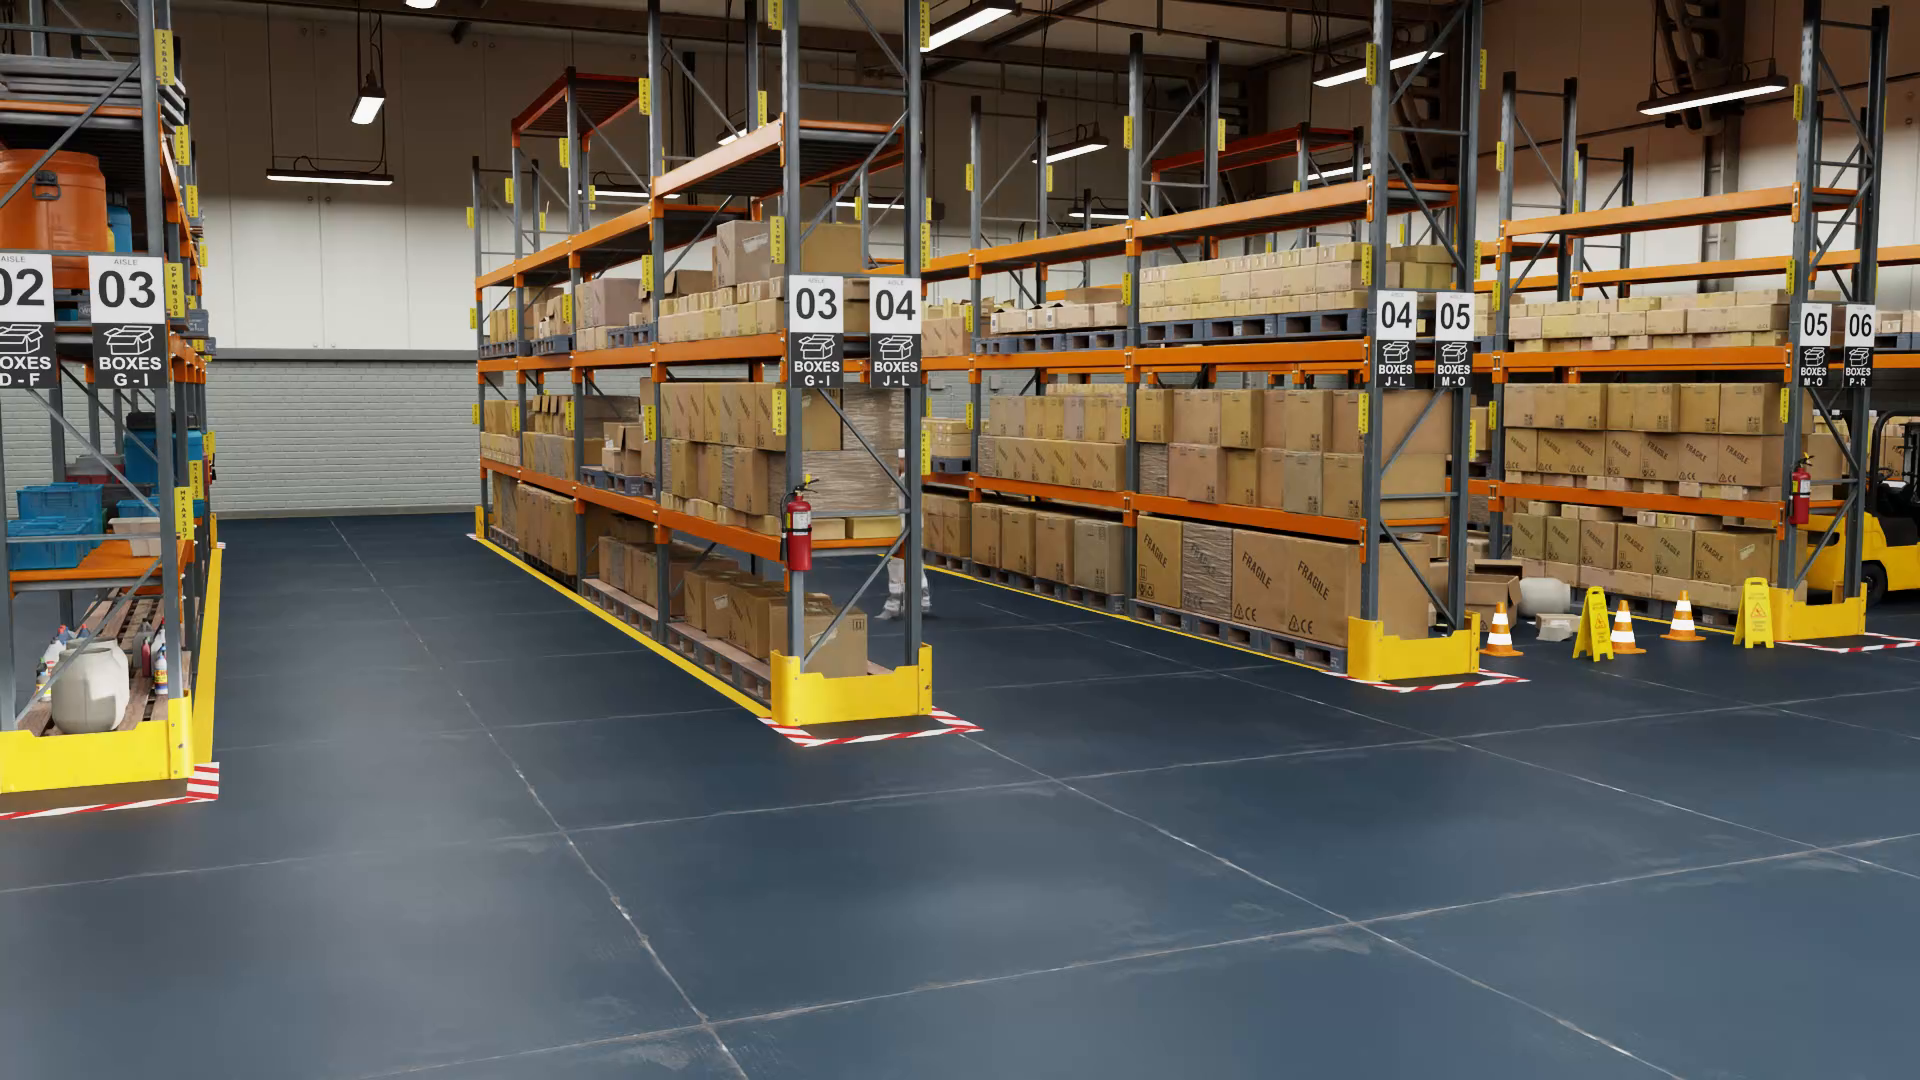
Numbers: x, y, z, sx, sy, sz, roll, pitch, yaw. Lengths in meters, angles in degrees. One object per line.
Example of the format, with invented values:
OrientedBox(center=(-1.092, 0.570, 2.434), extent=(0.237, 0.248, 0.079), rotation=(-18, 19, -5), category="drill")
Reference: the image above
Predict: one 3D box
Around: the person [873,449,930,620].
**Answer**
OrientedBox(center=(-0.616, -0.079, 17.459), extent=(0.609, 1.821, 0.577), rotation=(0, 5, -3), category="person")
